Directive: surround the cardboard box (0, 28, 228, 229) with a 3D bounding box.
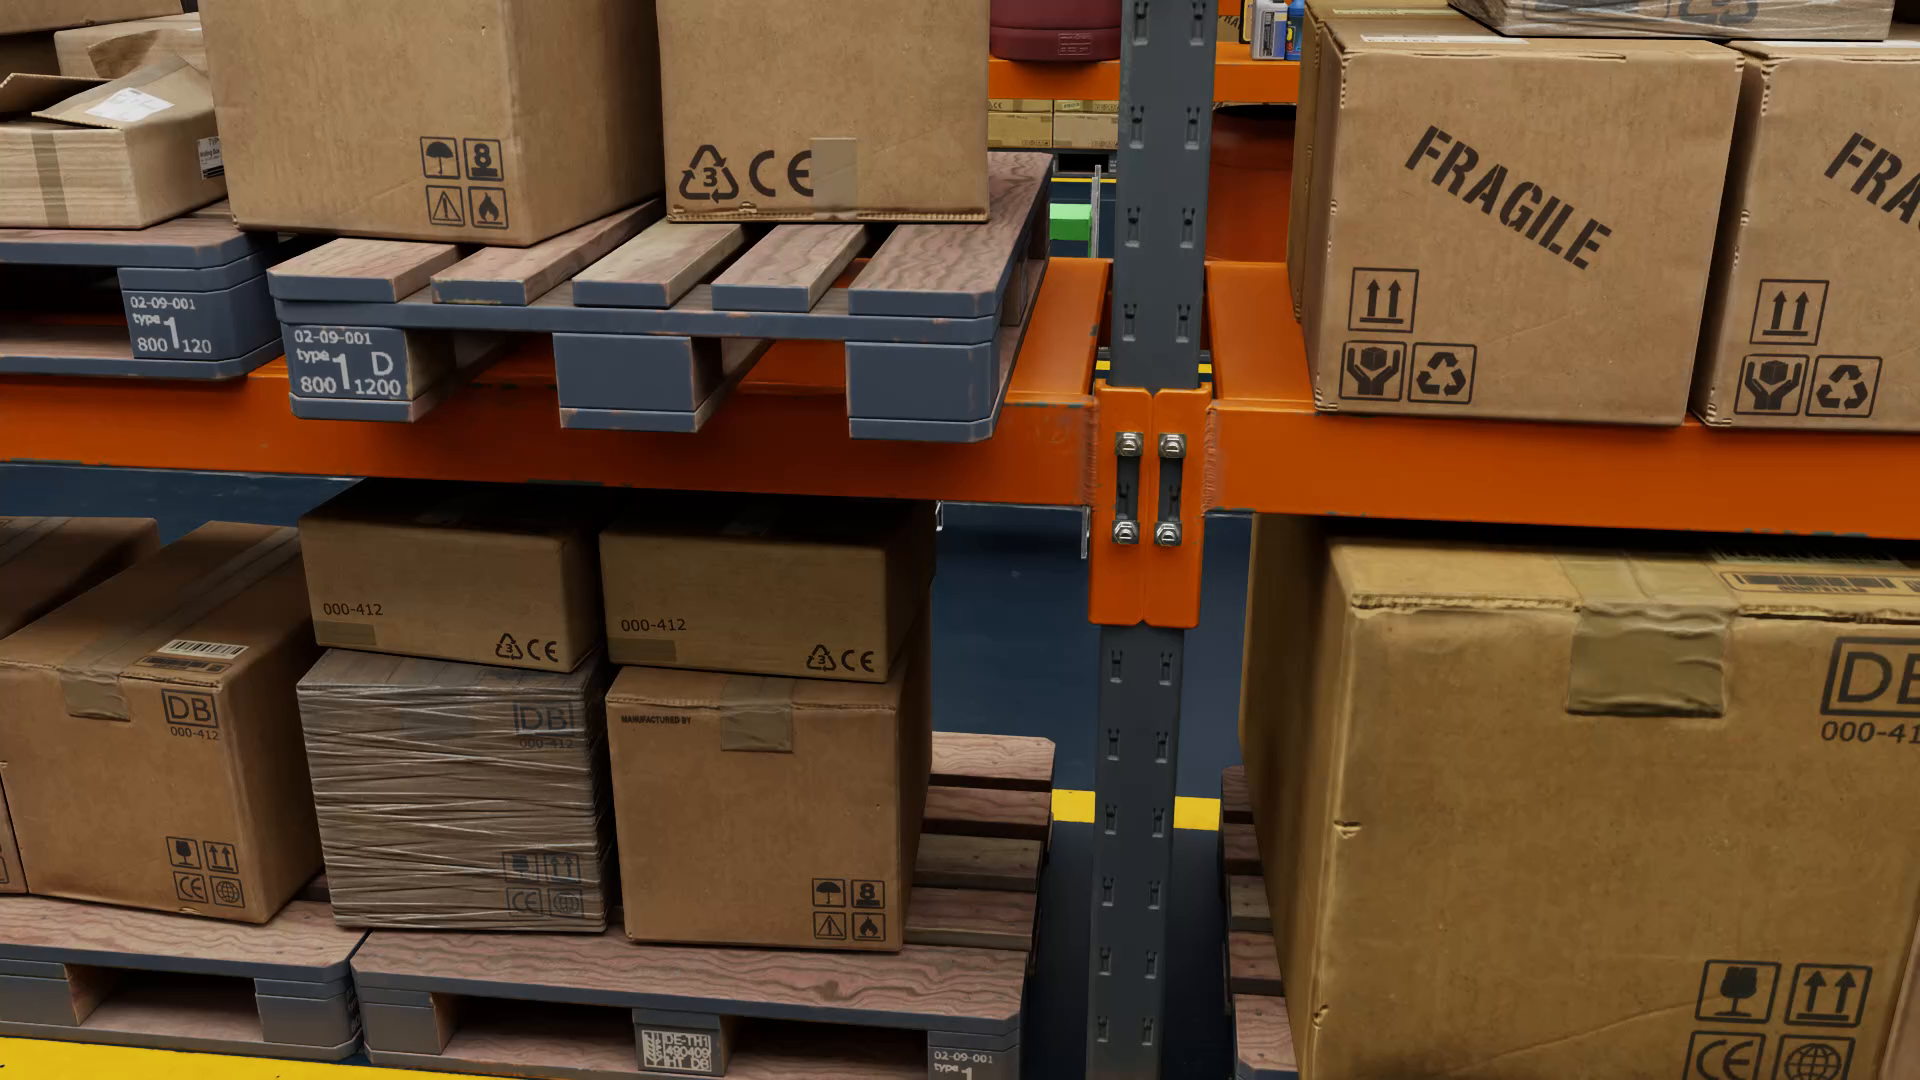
[{"bbox_3d":[-1.352,-0.669,2.665,0.258,0.266,0.396,2,22,5],"label":"cardboard box"}]

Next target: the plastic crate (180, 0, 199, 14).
[{"bbox_3d":[-3.558,-2.585,7.982,0.504,0.338,0.767,2,22,6],"label":"plastic crate"}]

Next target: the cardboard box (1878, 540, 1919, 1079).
[{"bbox_3d":[1.903,0.309,2.898,0.875,0.875,1.225,3,22,6],"label":"cardboard box"}]

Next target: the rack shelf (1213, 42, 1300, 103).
[{"bbox_3d":[2.905,-1.950,7.271,4.000,0.370,1.077,2,22,6],"label":"rack shelf"}]

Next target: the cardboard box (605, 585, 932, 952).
[{"bbox_3d":[-0.332,0.373,3.218,0.500,0.500,0.700,1,22,3],"label":"cardboard box"}]

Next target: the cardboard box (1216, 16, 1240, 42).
[{"bbox_3d":[2.800,-5.104,16.624,0.750,0.750,0.750,2,22,6],"label":"cardboard box"}]

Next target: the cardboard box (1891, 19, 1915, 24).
[{"bbox_3d":[1.350,-0.655,2.881,0.500,0.500,0.500,2,22,6],"label":"cardboard box"}]

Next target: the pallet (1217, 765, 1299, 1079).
[{"bbox_3d":[1.110,0.795,3.141,1.213,0.211,1.003,2,22,6],"label":"pallet"}]

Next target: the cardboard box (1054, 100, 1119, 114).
[{"bbox_3d":[0.957,-3.290,12.087,0.500,0.311,0.500,3,22,8],"label":"cardboard box"}]

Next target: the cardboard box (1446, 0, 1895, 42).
[{"bbox_3d":[1.060,-1.038,2.486,0.637,0.503,0.797,3,22,8],"label":"cardboard box"}]

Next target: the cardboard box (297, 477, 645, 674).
[{"bbox_3d":[-0.861,0.009,3.119,0.500,0.250,0.500,5,22,12],"label":"cardboard box"}]

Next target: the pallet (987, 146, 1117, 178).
[{"bbox_3d":[0.693,-2.933,12.571,1.213,0.211,1.003,2,22,6],"label":"pallet"}]

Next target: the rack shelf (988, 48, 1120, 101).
[{"bbox_3d":[-1.067,-2.123,7.709,4.000,0.370,1.077,2,22,6],"label":"rack shelf"}]

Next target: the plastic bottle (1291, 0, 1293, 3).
[{"bbox_3d":[1.600,-2.445,7.704,0.133,0.283,0.061,2,22,6],"label":"plastic bottle"}]

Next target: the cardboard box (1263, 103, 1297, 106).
[{"bbox_3d":[2.445,-3.077,11.945,0.500,0.500,0.500,2,22,4],"label":"cardboard box"}]

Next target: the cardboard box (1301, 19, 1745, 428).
[{"bbox_3d":[0.787,-0.489,2.461,0.500,0.500,0.500,3,22,8],"label":"cardboard box"}]

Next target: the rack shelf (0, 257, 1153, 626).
[{"bbox_3d":[-1.650,-0.315,3.135,4.000,0.370,1.077,2,22,6],"label":"rack shelf"}]

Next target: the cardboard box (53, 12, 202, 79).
[{"bbox_3d":[-1.301,-0.845,3.130,0.500,0.250,0.500,2,22,5],"label":"cardboard box"}]

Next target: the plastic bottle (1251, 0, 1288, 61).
[{"bbox_3d":[1.311,-2.177,7.035,0.135,0.276,0.152,2,22,6],"label":"plastic bottle"}]

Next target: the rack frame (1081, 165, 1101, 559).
[{"bbox_3d":[0.407,-0.540,5.174,0.015,1.200,0.240,2,22,6],"label":"rack frame"}]

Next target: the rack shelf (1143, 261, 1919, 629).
[{"bbox_3d":[2.322,-0.142,2.697,4.000,0.370,1.077,2,22,6],"label":"rack shelf"}]

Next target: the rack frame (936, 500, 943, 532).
[{"bbox_3d":[-0.078,-0.561,5.228,0.015,1.200,0.240,2,22,6],"label":"rack frame"}]

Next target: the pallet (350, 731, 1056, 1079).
[{"bbox_3d":[-0.440,0.699,3.384,1.213,0.211,1.003,2,22,6],"label":"pallet"}]

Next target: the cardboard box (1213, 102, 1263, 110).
[{"bbox_3d":[1.924,-3.098,11.997,0.500,0.500,0.500,3,22,9],"label":"cardboard box"}]

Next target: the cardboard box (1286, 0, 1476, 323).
[{"bbox_3d":[0.855,-0.679,2.940,0.500,0.500,0.500,3,22,8],"label":"cardboard box"}]

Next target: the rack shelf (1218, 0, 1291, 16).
[{"bbox_3d":[3.492,-3.759,11.845,4.000,0.370,1.077,2,22,6],"label":"rack shelf"}]

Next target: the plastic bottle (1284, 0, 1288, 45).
[{"bbox_3d":[1.483,-2.406,7.715,0.097,0.201,0.097,0,22,0],"label":"plastic bottle"}]

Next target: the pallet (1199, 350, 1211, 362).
[{"bbox_3d":[1.707,-1.056,7.823,1.213,0.211,1.003,2,22,6],"label":"pallet"}]

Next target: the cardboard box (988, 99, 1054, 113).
[{"bbox_3d":[0.440,-3.310,12.138,0.500,0.311,0.500,2,22,5],"label":"cardboard box"}]

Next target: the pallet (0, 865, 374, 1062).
[{"bbox_3d":[-1.648,0.646,3.519,1.213,0.211,1.003,2,22,6],"label":"pallet"}]

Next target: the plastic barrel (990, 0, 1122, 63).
[{"bbox_3d":[0.423,-2.344,7.104,0.708,0.536,0.600,2,22,6],"label":"plastic barrel"}]

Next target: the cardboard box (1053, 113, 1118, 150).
[{"bbox_3d":[0.954,-3.030,12.193,0.500,0.250,0.500,3,22,8],"label":"cardboard box"}]

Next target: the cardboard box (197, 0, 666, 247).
[{"bbox_3d":[-0.771,-0.801,2.679,0.500,0.500,0.700,6,22,14],"label":"cardboard box"}]

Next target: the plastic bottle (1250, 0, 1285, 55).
[{"bbox_3d":[1.329,-2.232,7.176,0.135,0.276,0.152,2,22,6],"label":"plastic bottle"}]

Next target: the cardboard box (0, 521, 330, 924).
[{"bbox_3d":[-1.448,0.332,3.322,0.500,0.500,0.700,4,22,11],"label":"cardboard box"}]

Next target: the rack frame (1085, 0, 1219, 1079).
[{"bbox_3d":[0.336,-0.563,2.784,0.127,3.000,1.000,2,22,6],"label":"rack frame"}]

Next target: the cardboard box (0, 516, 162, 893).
[{"bbox_3d":[-2.002,0.308,3.383,0.500,0.500,0.700,1,22,2],"label":"cardboard box"}]

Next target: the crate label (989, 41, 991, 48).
[{"bbox_3d":[-0.036,-2.530,7.710,0.616,0.435,0.502,2,22,6],"label":"crate label"}]

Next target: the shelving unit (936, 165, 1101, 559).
[{"bbox_3d":[0.164,-0.551,5.201,0.503,1.200,0.258,2,22,6],"label":"shelving unit"}]

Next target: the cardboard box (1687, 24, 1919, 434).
[{"bbox_3d":[1.299,-0.468,2.407,0.500,0.500,0.500,2,22,5],"label":"cardboard box"}]

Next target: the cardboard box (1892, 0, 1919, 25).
[{"bbox_3d":[1.707,-1.009,2.412,0.637,0.503,0.797,3,22,8],"label":"cardboard box"}]

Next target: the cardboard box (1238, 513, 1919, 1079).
[{"bbox_3d":[1.019,0.267,3.003,0.875,0.875,1.225,2,22,4],"label":"cardboard box"}]

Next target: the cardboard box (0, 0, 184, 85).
[{"bbox_3d":[-1.904,-0.938,3.021,0.637,0.503,0.797,5,22,12],"label":"cardboard box"}]

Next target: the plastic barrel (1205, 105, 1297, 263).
[{"bbox_3d":[1.407,-1.542,7.642,0.708,0.830,0.600,2,22,6],"label":"plastic barrel"}]

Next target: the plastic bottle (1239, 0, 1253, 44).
[{"bbox_3d":[1.371,-2.455,7.729,0.133,0.283,0.061,2,22,6],"label":"plastic bottle"}]

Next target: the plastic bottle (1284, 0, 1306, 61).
[{"bbox_3d":[1.423,-2.160,6.998,0.097,0.271,0.097,0,22,0],"label":"plastic bottle"}]

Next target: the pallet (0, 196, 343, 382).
[{"bbox_3d":[-1.634,-0.545,2.998,1.213,0.211,1.003,2,22,6],"label":"pallet"}]

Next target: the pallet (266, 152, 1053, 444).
[{"bbox_3d":[-0.384,-0.466,2.799,1.003,0.211,1.213,2,22,6],"label":"pallet"}]

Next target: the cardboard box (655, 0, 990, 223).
[{"bbox_3d":[-0.205,-0.814,2.711,0.500,0.500,0.500,0,22,0],"label":"cardboard box"}]

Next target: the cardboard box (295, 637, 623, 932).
[{"bbox_3d":[-0.884,0.354,3.266,0.500,0.500,0.700,1,22,2],"label":"cardboard box"}]

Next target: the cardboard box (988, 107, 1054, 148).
[{"bbox_3d":[0.442,-3.051,12.246,0.500,0.250,0.500,2,22,6],"label":"cardboard box"}]

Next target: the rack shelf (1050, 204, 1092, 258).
[{"bbox_3d":[0.164,-0.938,5.048,0.480,0.148,0.258,2,22,6],"label":"rack shelf"}]

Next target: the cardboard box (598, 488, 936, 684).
[{"bbox_3d":[-0.333,0.028,3.070,0.500,0.250,0.500,3,22,8],"label":"cardboard box"}]

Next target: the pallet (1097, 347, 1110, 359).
[{"bbox_3d":[0.154,-1.122,7.991,1.213,0.211,1.003,2,22,6],"label":"pallet"}]
